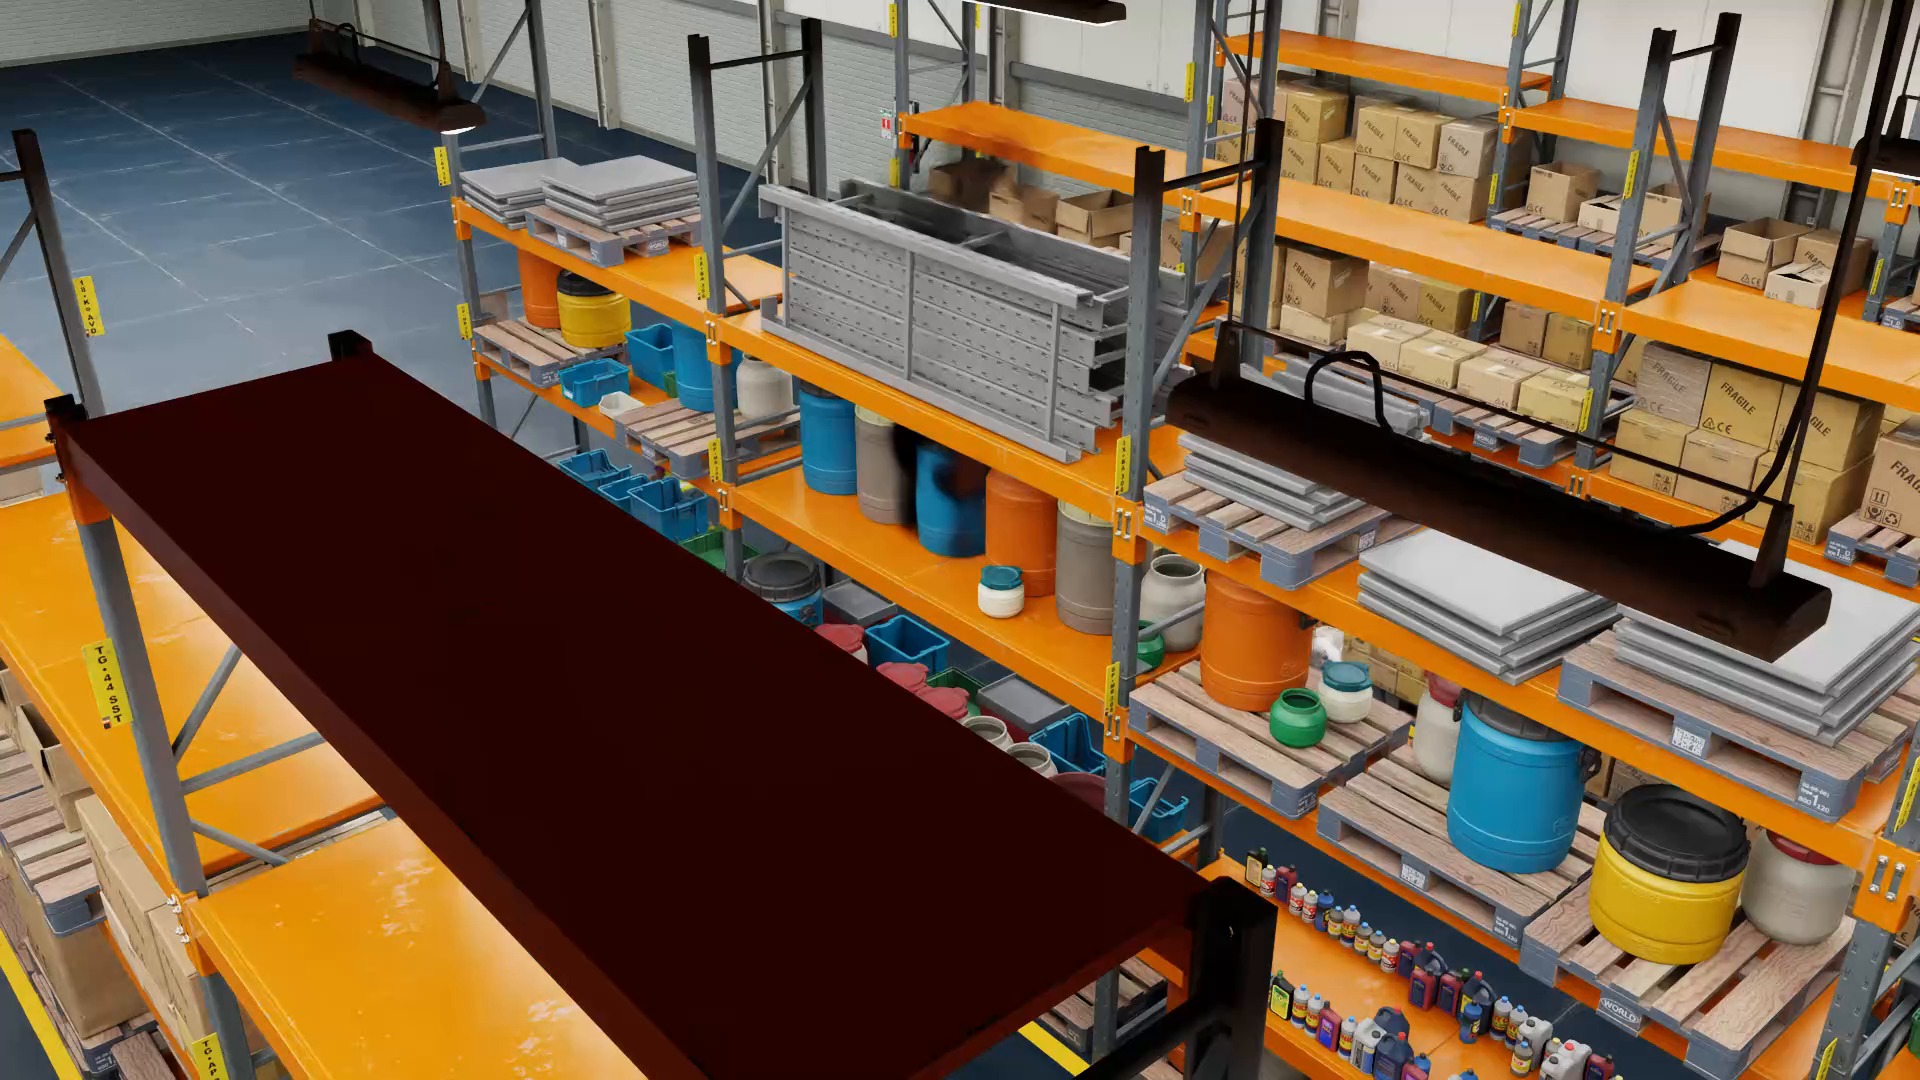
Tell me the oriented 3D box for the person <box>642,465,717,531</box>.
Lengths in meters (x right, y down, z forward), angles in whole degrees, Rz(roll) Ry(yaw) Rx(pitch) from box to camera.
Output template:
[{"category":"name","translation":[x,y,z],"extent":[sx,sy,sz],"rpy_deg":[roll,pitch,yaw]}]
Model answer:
[{"category":"person","translation":[-2.855,-0.589,16.927],"extent":[0.740,1.633,0.713],"rpy_deg":[9,28,17]}]

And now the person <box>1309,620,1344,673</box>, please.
[{"category":"person","translation":[2.802,1.242,12.769],"extent":[0.791,1.771,0.638],"rpy_deg":[18,32,32]}]
